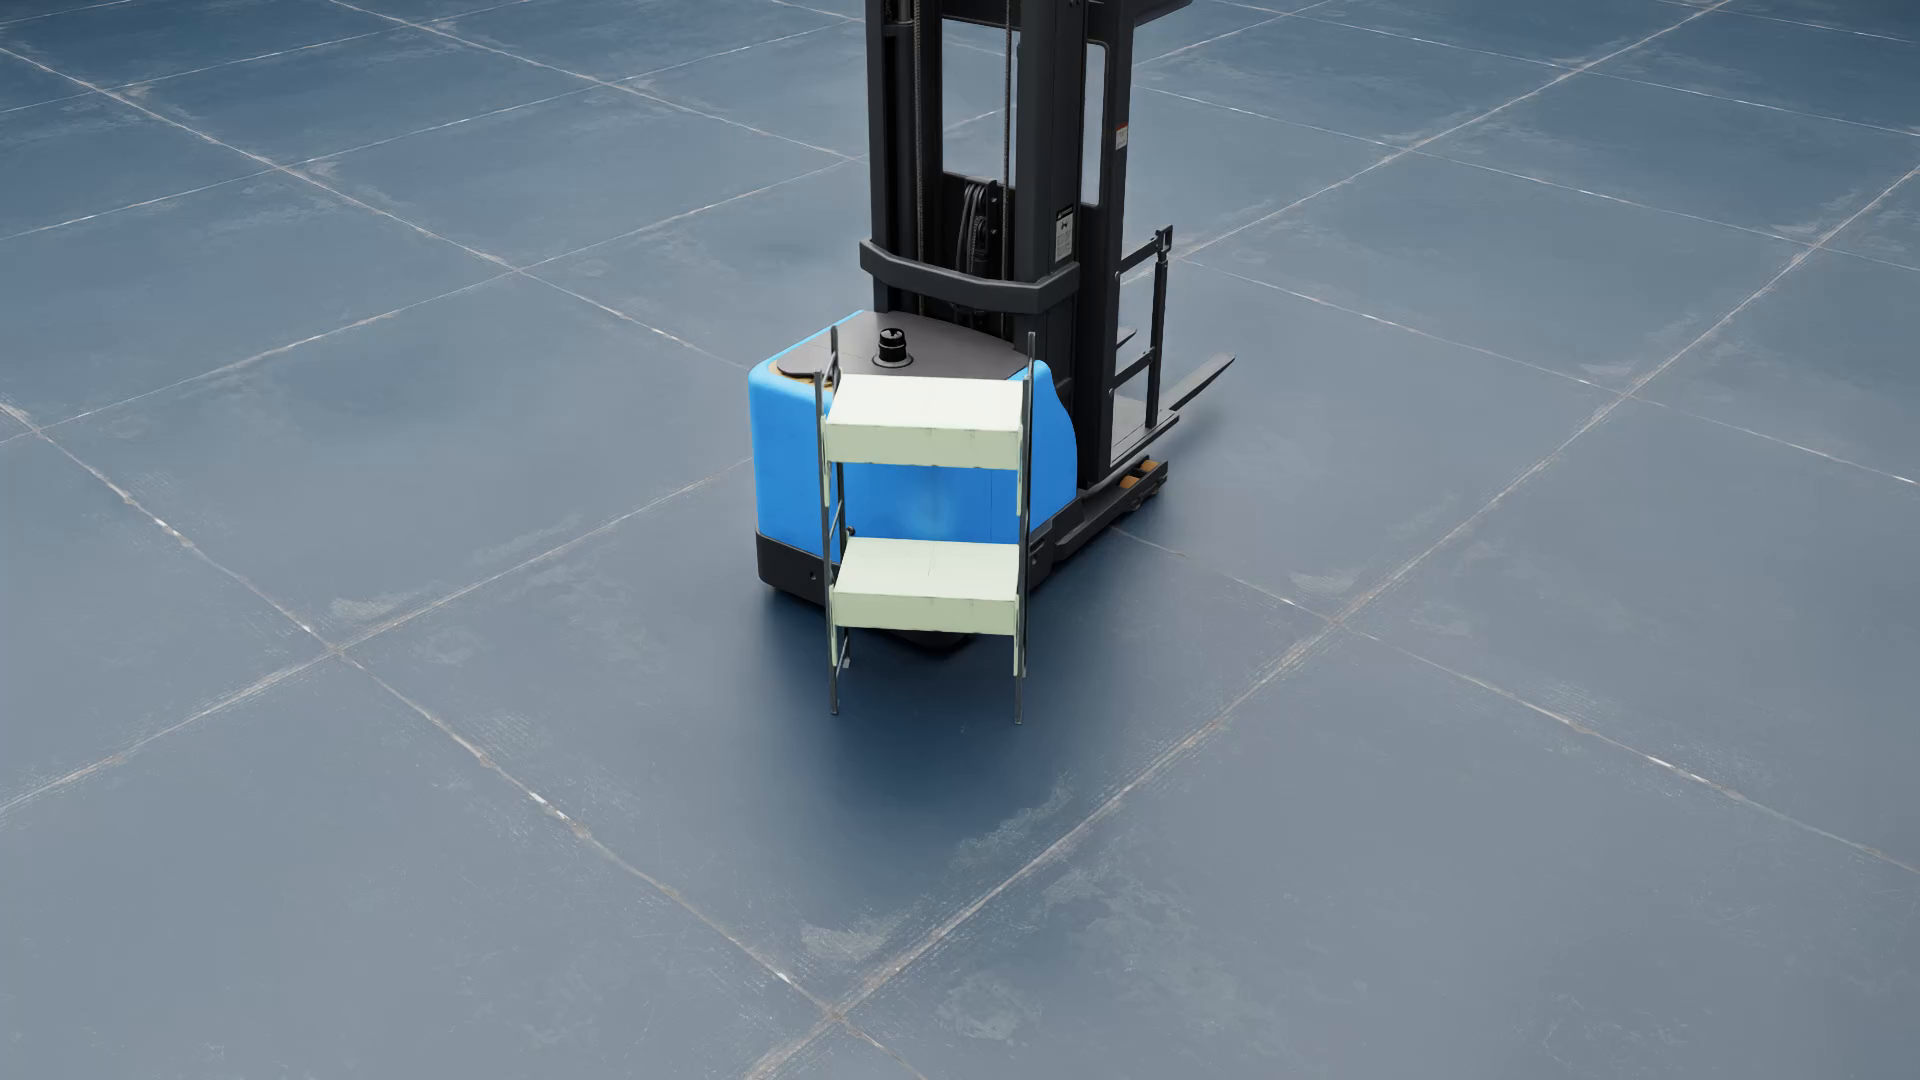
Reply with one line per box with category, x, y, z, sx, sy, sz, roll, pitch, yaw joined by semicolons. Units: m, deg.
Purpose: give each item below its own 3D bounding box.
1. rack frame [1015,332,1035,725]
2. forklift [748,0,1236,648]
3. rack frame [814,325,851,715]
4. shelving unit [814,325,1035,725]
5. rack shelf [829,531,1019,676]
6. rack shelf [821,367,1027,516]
rack frame;0.246;-0.018;6.324;0.023;1.500;0.400;3;31;4
forklift;0.357;-1.523;7.438;1.130;2.935;3.031;20;36;29
rack frame;-0.483;-0.052;6.382;0.023;1.500;0.400;3;31;4
shelving unit;-0.118;-0.035;6.353;0.755;1.500;0.431;3;31;4
rack shelf;-0.118;0.244;6.522;0.720;0.370;0.431;3;31;4
rack shelf;-0.119;-0.369;6.151;0.720;0.370;0.431;3;31;4
